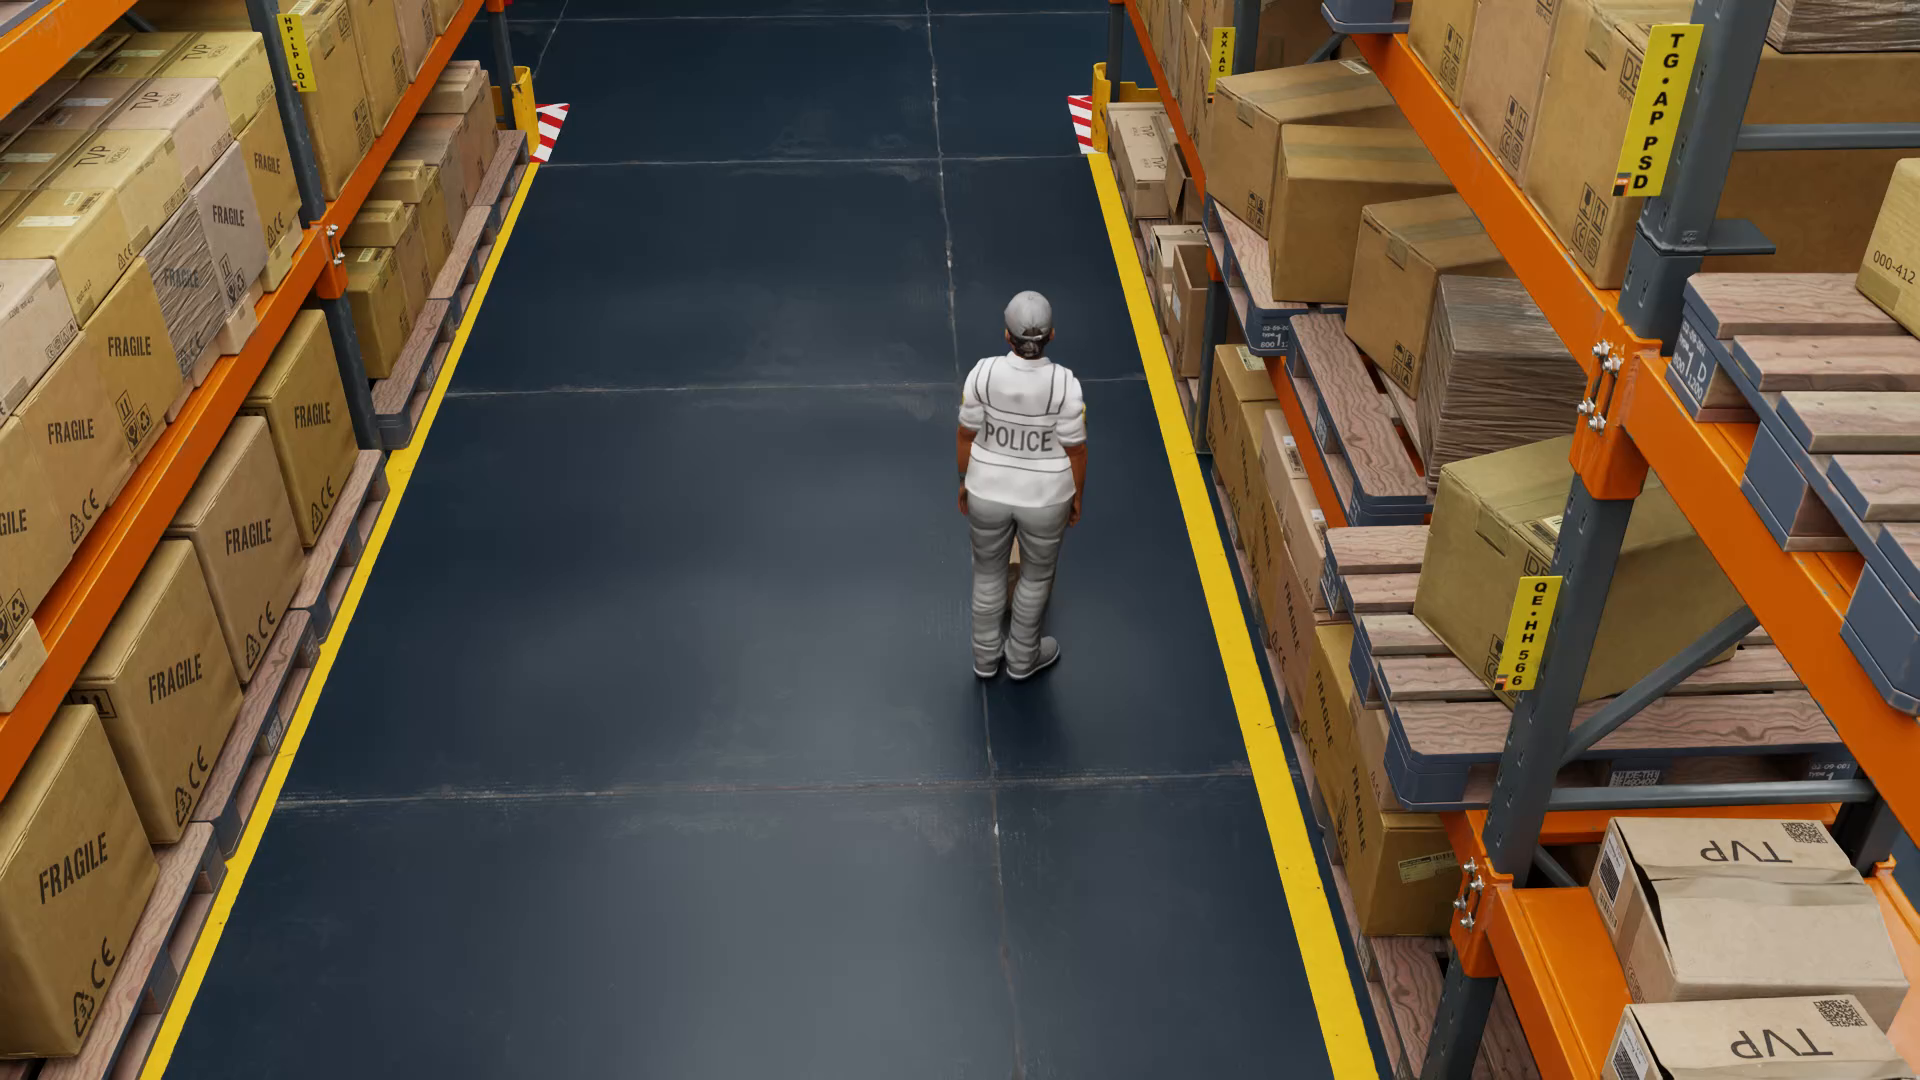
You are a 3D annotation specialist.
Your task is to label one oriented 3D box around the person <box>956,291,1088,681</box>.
[{"bbox_3d":[0.234,-0.179,6.374,0.503,1.670,0.399,8,36,11],"label":"person"}]
